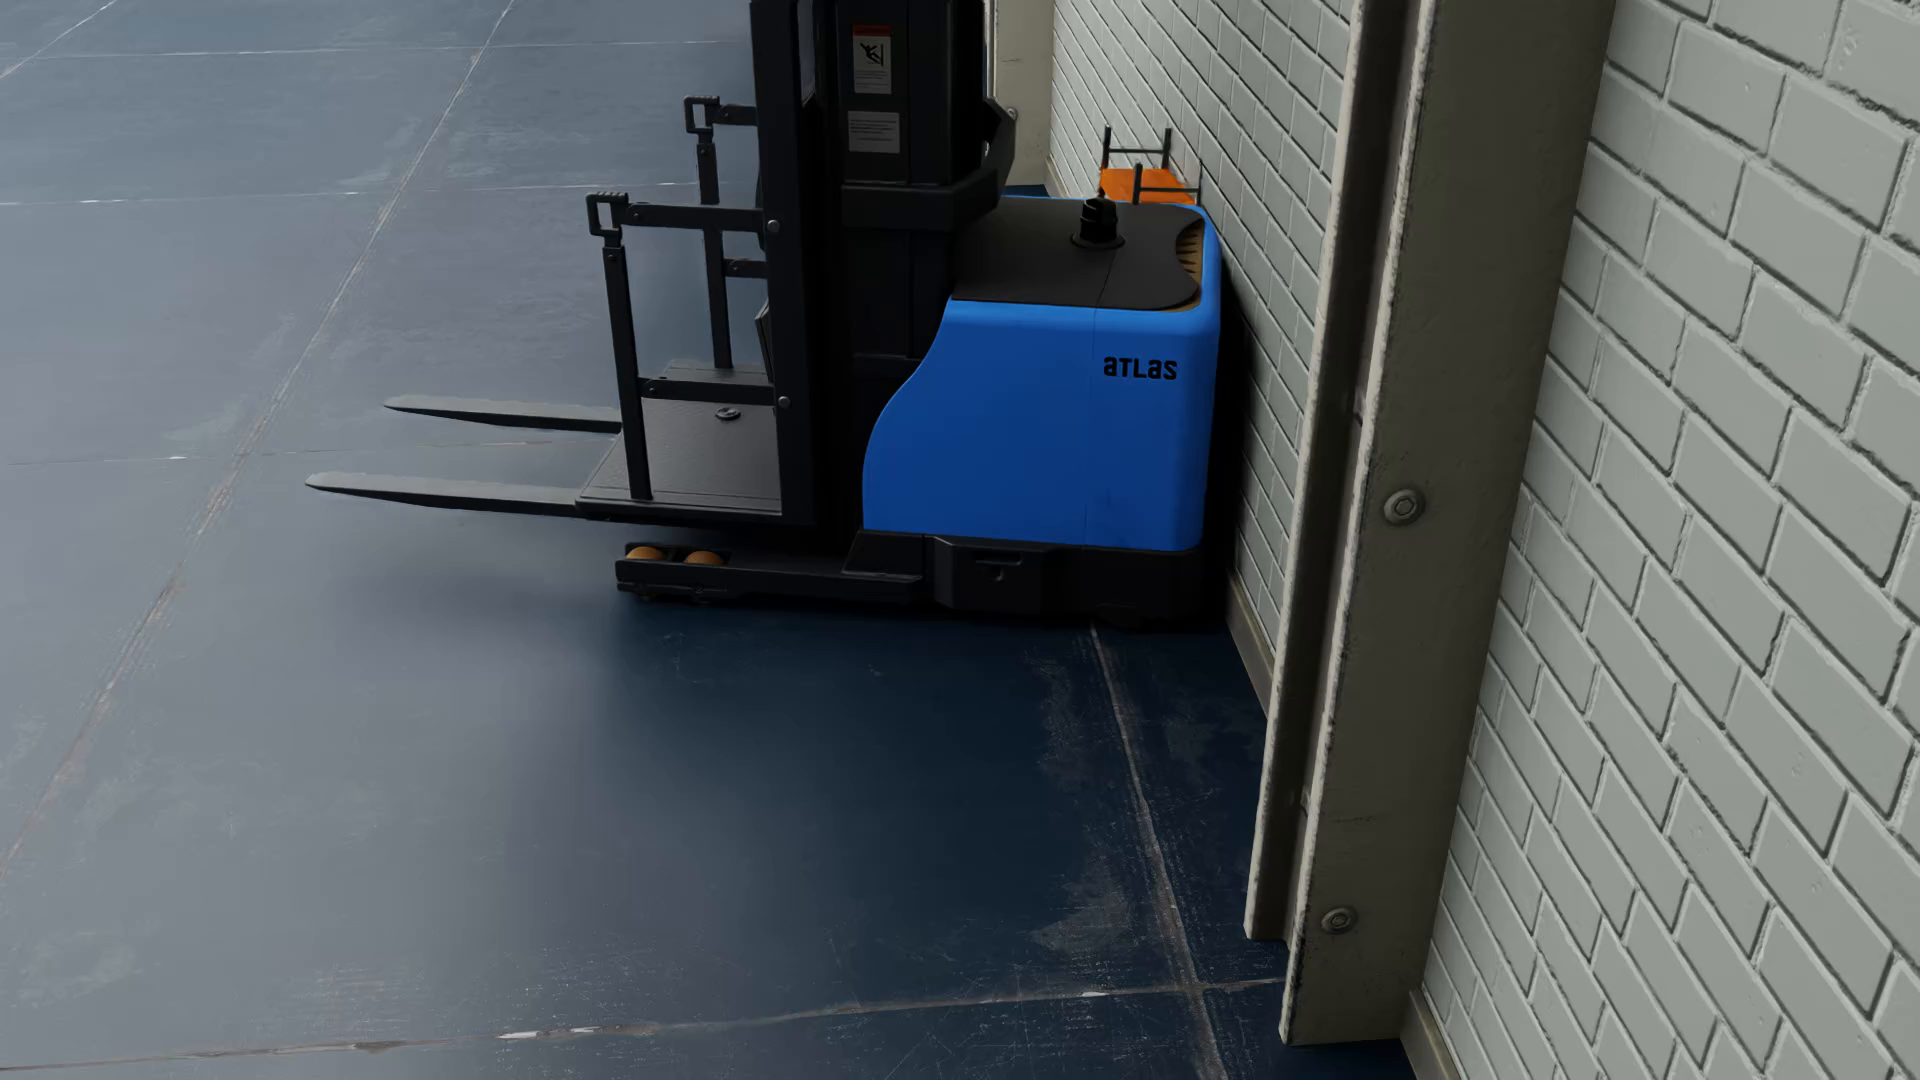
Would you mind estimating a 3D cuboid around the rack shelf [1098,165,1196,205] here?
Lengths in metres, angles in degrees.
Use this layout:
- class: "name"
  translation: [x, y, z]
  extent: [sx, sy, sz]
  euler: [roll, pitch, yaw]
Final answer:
- class: "rack shelf"
  translation: [0.652, -1.160, 5.758]
  extent: [0.258, 0.148, 0.480]
  euler: [-1, 28, -8]

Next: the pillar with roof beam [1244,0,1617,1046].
- class: "pillar with roof beam"
  translation: [-3.408, -2.607, 1.339]
  extent: [9.100, 9.000, 0.400]
  euler: [-3, 31, -5]

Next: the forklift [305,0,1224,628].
- class: "forklift"
  translation: [-0.678, -1.317, 5.096]
  extent: [3.031, 2.935, 1.130]
  euler: [4, 31, 7]

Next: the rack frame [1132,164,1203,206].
- class: "rack frame"
  translation: [0.663, -0.699, 5.726]
  extent: [0.240, 1.200, 0.015]
  euler: [-1, 28, -8]

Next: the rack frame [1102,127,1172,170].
- class: "rack frame"
  translation: [0.600, -0.925, 6.154]
  extent: [0.240, 1.200, 0.015]
  euler: [-1, 28, -8]

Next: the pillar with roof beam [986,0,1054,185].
- class: "pillar with roof beam"
  translation: [-3.968, -5.670, 6.467]
  extent: [9.100, 9.000, 0.400]
  euler: [-3, 31, -5]

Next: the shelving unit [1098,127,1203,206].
- class: "shelving unit"
  translation: [0.632, -0.812, 5.940]
  extent: [0.258, 1.200, 0.503]
  euler: [-1, 28, -8]
